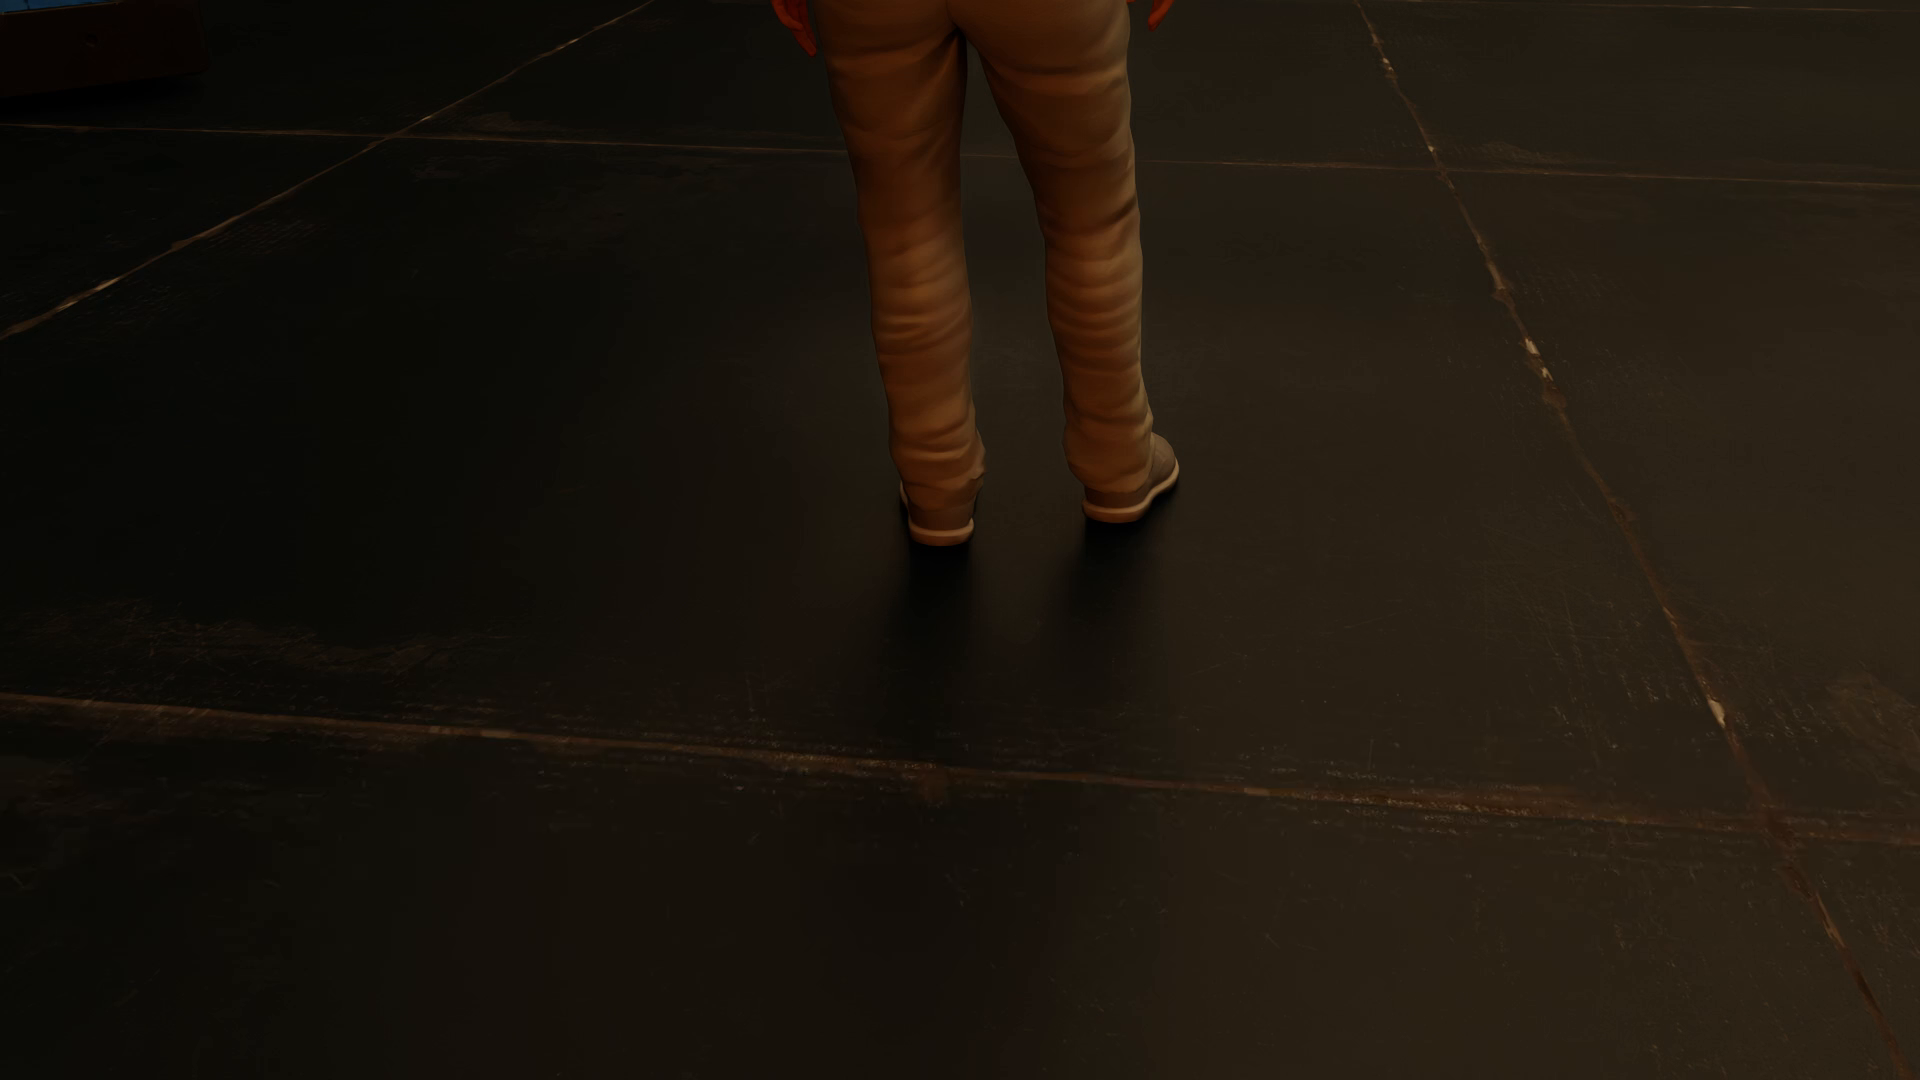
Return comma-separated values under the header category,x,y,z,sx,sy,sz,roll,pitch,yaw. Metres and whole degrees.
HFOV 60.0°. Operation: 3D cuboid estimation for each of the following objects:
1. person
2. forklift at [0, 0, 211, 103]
category,x,y,z,sx,sy,sz,roll,pitch,yaw
person,0.033,-0.784,2.190,0.598,1.670,0.529,3,27,7
forklift,-3.818,-3.109,5.449,1.130,2.935,3.031,-23,34,-38
